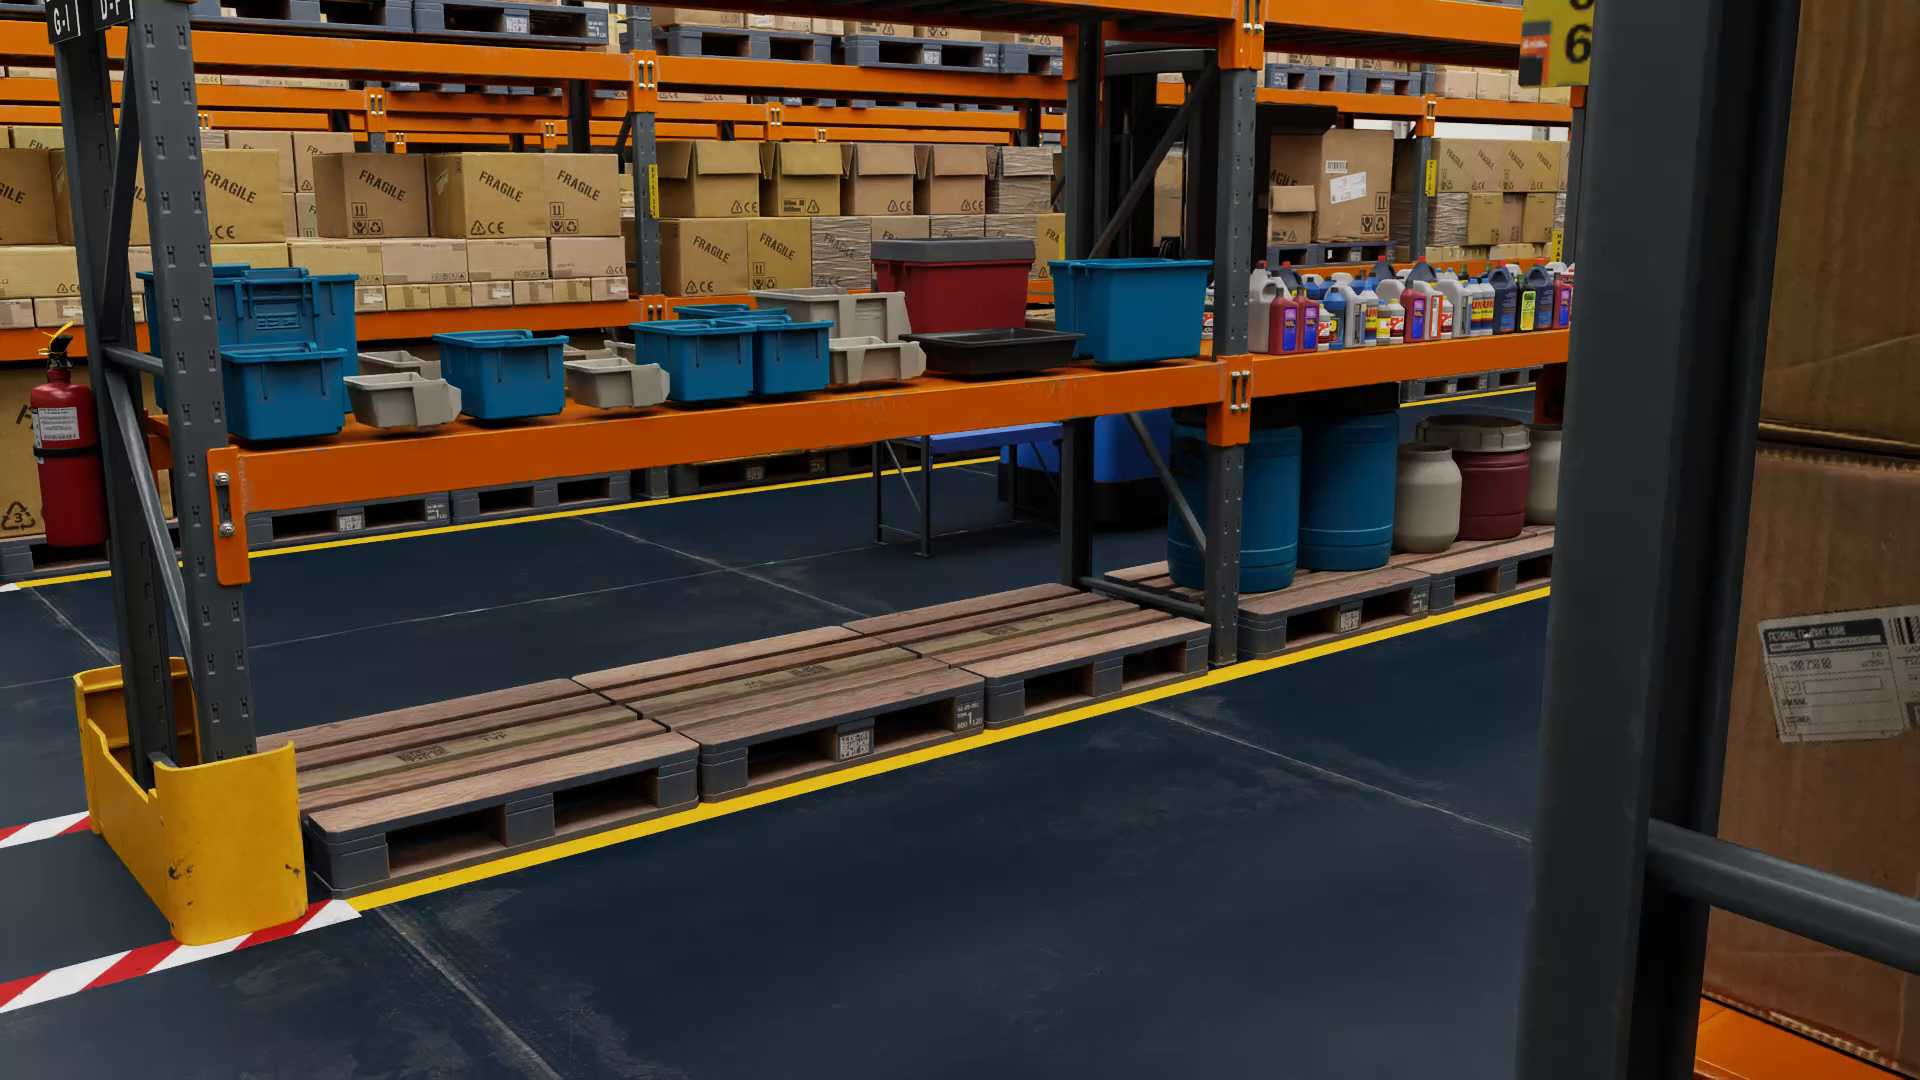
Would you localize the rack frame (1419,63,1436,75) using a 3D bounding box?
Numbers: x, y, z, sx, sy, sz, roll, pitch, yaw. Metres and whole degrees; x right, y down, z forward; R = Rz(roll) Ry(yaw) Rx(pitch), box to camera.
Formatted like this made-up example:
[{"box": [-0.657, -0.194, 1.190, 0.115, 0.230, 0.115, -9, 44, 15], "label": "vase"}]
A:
[{"box": [3.979, -5.785, 15.209, 0.127, 3.000, 1.000, -9, 15, -38], "label": "rack frame"}]

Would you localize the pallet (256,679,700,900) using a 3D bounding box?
[{"box": [-1.629, 0.773, 5.480, 1.213, 0.211, 1.003, -9, 15, -38], "label": "pallet"}]

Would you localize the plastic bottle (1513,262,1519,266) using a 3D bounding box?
[{"box": [3.125, -1.432, 9.434, 0.133, 0.283, 0.061, -9, 15, -38], "label": "plastic bottle"}]

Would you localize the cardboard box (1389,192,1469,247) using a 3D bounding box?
[{"box": [4.369, -3.094, 16.019, 0.500, 0.500, 0.875, -9, 15, -38], "label": "cardboard box"}]

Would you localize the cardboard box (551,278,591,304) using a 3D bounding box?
[{"box": [-2.502, -1.564, 10.375, 0.250, 0.149, 0.380, -9, 15, -37], "label": "cardboard box"}]

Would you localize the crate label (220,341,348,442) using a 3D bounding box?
[{"box": [-1.898, -0.416, 4.627, 0.303, 0.233, 0.416, -9, 15, -38], "label": "crate label"}]

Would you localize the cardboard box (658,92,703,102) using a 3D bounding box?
[{"box": [-2.833, -4.483, 16.058, 0.500, 0.500, 0.500, -9, 15, -38], "label": "cardboard box"}]

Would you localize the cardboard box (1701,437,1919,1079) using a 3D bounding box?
[{"box": [0.974, 0.162, 1.402, 0.500, 0.500, 0.500, -9, 15, -36], "label": "cardboard box"}]

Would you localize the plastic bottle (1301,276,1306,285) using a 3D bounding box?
[{"box": [1.612, -1.165, 8.193, 0.135, 0.276, 0.152, -9, 15, -38], "label": "plastic bottle"}]

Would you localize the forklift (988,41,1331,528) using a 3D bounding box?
[{"box": [1.636, -1.730, 10.719, 3.031, 2.935, 1.130, -10, 15, -39], "label": "forklift"}]

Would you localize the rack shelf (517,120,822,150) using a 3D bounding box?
[{"box": [-3.773, -5.314, 21.943, 4.000, 0.370, 1.077, -9, 15, -38], "label": "rack shelf"}]

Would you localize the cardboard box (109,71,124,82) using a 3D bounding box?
[{"box": [-6.682, -3.724, 13.083, 0.500, 0.250, 0.500, -10, 15, -38], "label": "cardboard box"}]

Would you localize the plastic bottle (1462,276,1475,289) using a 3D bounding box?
[{"box": [2.500, -1.154, 8.152, 0.097, 0.271, 0.097, 0, 12, 0], "label": "plastic bottle"}]

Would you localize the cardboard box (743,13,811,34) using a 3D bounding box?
[{"box": [-1.355, -3.570, 11.200, 0.500, 0.311, 0.500, -10, 16, -40], "label": "cardboard box"}]

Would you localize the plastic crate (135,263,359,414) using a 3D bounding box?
[{"box": [-2.152, -0.611, 5.054, 0.499, 0.435, 0.616, -9, 15, -38], "label": "plastic crate"}]

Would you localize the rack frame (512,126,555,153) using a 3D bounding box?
[{"box": [-5.335, -3.939, 20.958, 0.127, 3.000, 1.000, -9, 15, -38], "label": "rack frame"}]

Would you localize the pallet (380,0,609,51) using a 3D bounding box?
[{"box": [-2.913, -3.132, 10.149, 1.213, 0.211, 1.003, -9, 15, -38], "label": "pallet"}]

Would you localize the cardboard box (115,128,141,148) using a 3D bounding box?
[{"box": [-6.688, -3.007, 13.204, 0.500, 0.500, 0.500, -10, 16, -39], "label": "cardboard box"}]

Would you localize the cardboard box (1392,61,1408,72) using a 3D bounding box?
[{"box": [4.053, -4.529, 15.914, 0.250, 0.149, 0.380, -9, 15, -36], "label": "cardboard box"}]

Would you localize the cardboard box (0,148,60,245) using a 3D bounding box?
[{"box": [-5.175, -1.838, 8.905, 0.500, 0.500, 0.500, -9, 15, -37], "label": "cardboard box"}]

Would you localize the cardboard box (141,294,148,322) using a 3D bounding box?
[{"box": [-4.305, -1.264, 8.965, 0.250, 0.149, 0.380, -10, 15, -39], "label": "cardboard box"}]

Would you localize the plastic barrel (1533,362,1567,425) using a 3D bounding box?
[{"box": [3.579, -0.606, 9.475, 0.708, 0.830, 0.600, -9, 15, -38], "label": "plastic barrel"}]

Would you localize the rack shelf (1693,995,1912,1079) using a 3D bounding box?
[{"box": [2.356, 0.406, 2.227, 4.000, 0.370, 1.077, -9, 15, -38], "label": "rack shelf"}]

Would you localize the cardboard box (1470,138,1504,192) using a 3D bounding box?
[{"box": [4.879, -3.617, 16.075, 0.500, 0.500, 0.500, -9, 15, -38], "label": "cardboard box"}]

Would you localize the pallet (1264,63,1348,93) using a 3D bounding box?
[{"box": [2.623, -4.028, 14.608, 1.003, 0.211, 1.213, -9, 15, -38], "label": "pallet"}]

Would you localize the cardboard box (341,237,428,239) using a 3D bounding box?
[{"box": [-3.590, -1.734, 10.220, 0.500, 0.250, 0.500, -9, 15, -36], "label": "cardboard box"}]

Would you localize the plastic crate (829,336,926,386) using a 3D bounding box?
[{"box": [-0.345, -0.635, 5.888, 0.466, 0.136, 0.293, -9, 15, -38], "label": "plastic crate"}]

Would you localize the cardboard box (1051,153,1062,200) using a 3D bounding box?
[{"box": [1.269, -4.312, 19.754, 0.550, 0.550, 0.875, -9, 15, -38], "label": "cardboard box"}]

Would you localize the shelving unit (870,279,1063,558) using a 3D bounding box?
[{"box": [0.067, -0.745, 9.525, 1.048, 1.500, 0.538, -9, 15, -38], "label": "shelving unit"}]

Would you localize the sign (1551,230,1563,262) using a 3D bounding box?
[{"box": [3.601, -1.697, 10.004, 0.005, 0.325, 0.100, -9, 15, -38], "label": "sign"}]

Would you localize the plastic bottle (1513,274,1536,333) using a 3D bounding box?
[{"box": [2.760, -1.160, 8.151, 0.133, 0.283, 0.061, -9, 15, -38], "label": "plastic bottle"}]

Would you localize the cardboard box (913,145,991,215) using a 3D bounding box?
[{"box": [-0.236, -2.695, 12.443, 0.637, 0.503, 0.797, -9, 15, -36], "label": "cardboard box"}]

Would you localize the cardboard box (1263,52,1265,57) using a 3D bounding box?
[{"box": [2.170, -4.243, 13.725, 0.500, 0.500, 0.500, -10, 16, -39], "label": "cardboard box"}]

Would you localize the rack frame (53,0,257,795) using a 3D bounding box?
[{"box": [-2.297, -0.490, 4.716, 0.127, 3.000, 1.000, -9, 15, -38], "label": "rack frame"}]

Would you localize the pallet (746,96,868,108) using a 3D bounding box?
[{"box": [-1.694, -4.616, 17.380, 1.003, 0.211, 1.213, -9, 15, -35], "label": "pallet"}]

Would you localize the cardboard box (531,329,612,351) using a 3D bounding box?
[{"box": [-2.833, -0.906, 10.779, 0.875, 0.875, 0.875, -9, 15, -38], "label": "cardboard box"}]

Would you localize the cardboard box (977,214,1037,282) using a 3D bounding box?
[{"box": [0.232, -2.213, 12.587, 0.500, 0.500, 0.500, -10, 15, -38], "label": "cardboard box"}]

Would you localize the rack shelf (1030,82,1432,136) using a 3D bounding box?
[{"box": [2.418, -3.707, 14.373, 4.000, 0.370, 1.077, -9, 15, -38], "label": "rack shelf"}]

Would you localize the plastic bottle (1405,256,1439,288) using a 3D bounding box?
[{"box": [2.400, -1.293, 8.617, 0.185, 0.351, 0.144, -9, 15, -38], "label": "plastic bottle"}]

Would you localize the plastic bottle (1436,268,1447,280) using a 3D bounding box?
[{"box": [2.581, -1.331, 8.986, 0.097, 0.271, 0.097, 0, 12, 0], "label": "plastic bottle"}]

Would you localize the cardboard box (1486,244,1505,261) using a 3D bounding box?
[{"box": [5.127, -2.834, 16.358, 0.250, 0.149, 0.380, -9, 15, -38], "label": "cardboard box"}]

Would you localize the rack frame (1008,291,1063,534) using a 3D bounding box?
[{"box": [0.464, -0.811, 9.836, 0.032, 1.500, 0.500, -9, 15, -38], "label": "rack frame"}]

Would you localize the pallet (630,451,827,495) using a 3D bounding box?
[{"box": [-1.712, -0.561, 11.763, 1.213, 0.211, 1.003, -9, 15, -38], "label": "pallet"}]

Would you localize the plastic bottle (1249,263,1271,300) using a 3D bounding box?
[{"box": [1.430, -1.134, 7.867, 0.185, 0.351, 0.144, -9, 15, -38], "label": "plastic bottle"}]

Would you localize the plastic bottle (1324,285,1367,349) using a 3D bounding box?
[{"box": [1.712, -0.994, 7.389, 0.135, 0.276, 0.152, -9, 15, -38], "label": "plastic bottle"}]

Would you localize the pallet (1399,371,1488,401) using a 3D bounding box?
[{"box": [4.482, -1.580, 16.560, 1.213, 0.211, 1.003, -9, 15, -38], "label": "pallet"}]

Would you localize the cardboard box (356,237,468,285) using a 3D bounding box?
[{"box": [-3.249, -1.651, 9.828, 0.500, 0.250, 0.500, -9, 15, -37], "label": "cardboard box"}]

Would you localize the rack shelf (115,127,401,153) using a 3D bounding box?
[{"box": [-10.000, -5.600, 23.288, 4.000, 0.370, 1.077, -9, 15, -38], "label": "rack shelf"}]

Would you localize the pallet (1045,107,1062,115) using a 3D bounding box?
[{"box": [1.605, -5.197, 19.872, 1.213, 0.211, 1.003, -9, 15, -38], "label": "pallet"}]

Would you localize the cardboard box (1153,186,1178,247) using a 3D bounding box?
[{"box": [1.626, -2.751, 14.112, 0.500, 0.500, 0.700, -7, 14, -29], "label": "cardboard box"}]

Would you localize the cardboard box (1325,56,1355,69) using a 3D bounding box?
[{"box": [3.308, -4.320, 14.840, 0.258, 0.266, 0.396, -9, 15, -36], "label": "cardboard box"}]

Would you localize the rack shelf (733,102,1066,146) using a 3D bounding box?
[{"box": [-0.602, -4.524, 18.224, 4.000, 0.370, 1.077, -9, 15, -38], "label": "rack shelf"}]
